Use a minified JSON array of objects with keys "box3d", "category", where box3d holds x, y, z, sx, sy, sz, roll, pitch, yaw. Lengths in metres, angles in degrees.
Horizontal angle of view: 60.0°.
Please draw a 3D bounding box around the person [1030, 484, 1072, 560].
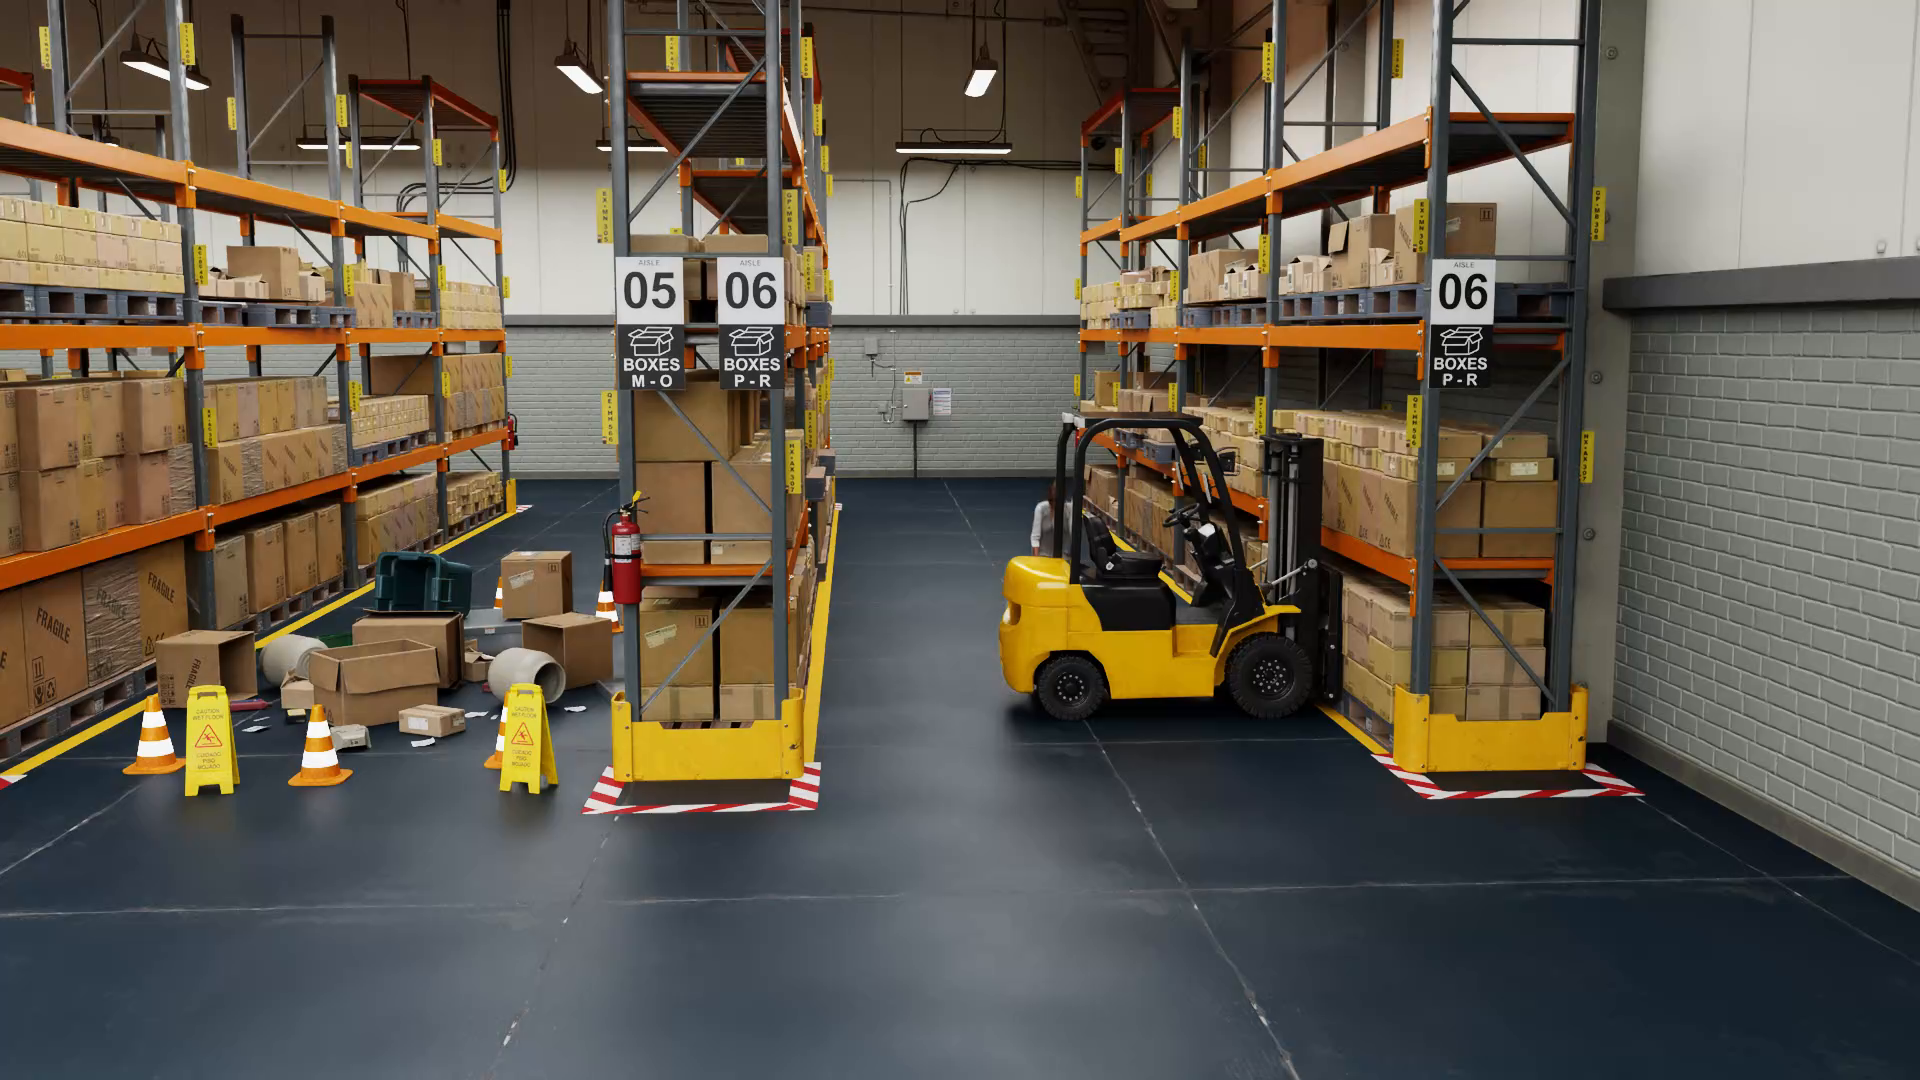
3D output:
[{"box3d":[0.868,0.178,15.268,0.458,1.385,0.581,0,7,-3],"category":"person"}]
